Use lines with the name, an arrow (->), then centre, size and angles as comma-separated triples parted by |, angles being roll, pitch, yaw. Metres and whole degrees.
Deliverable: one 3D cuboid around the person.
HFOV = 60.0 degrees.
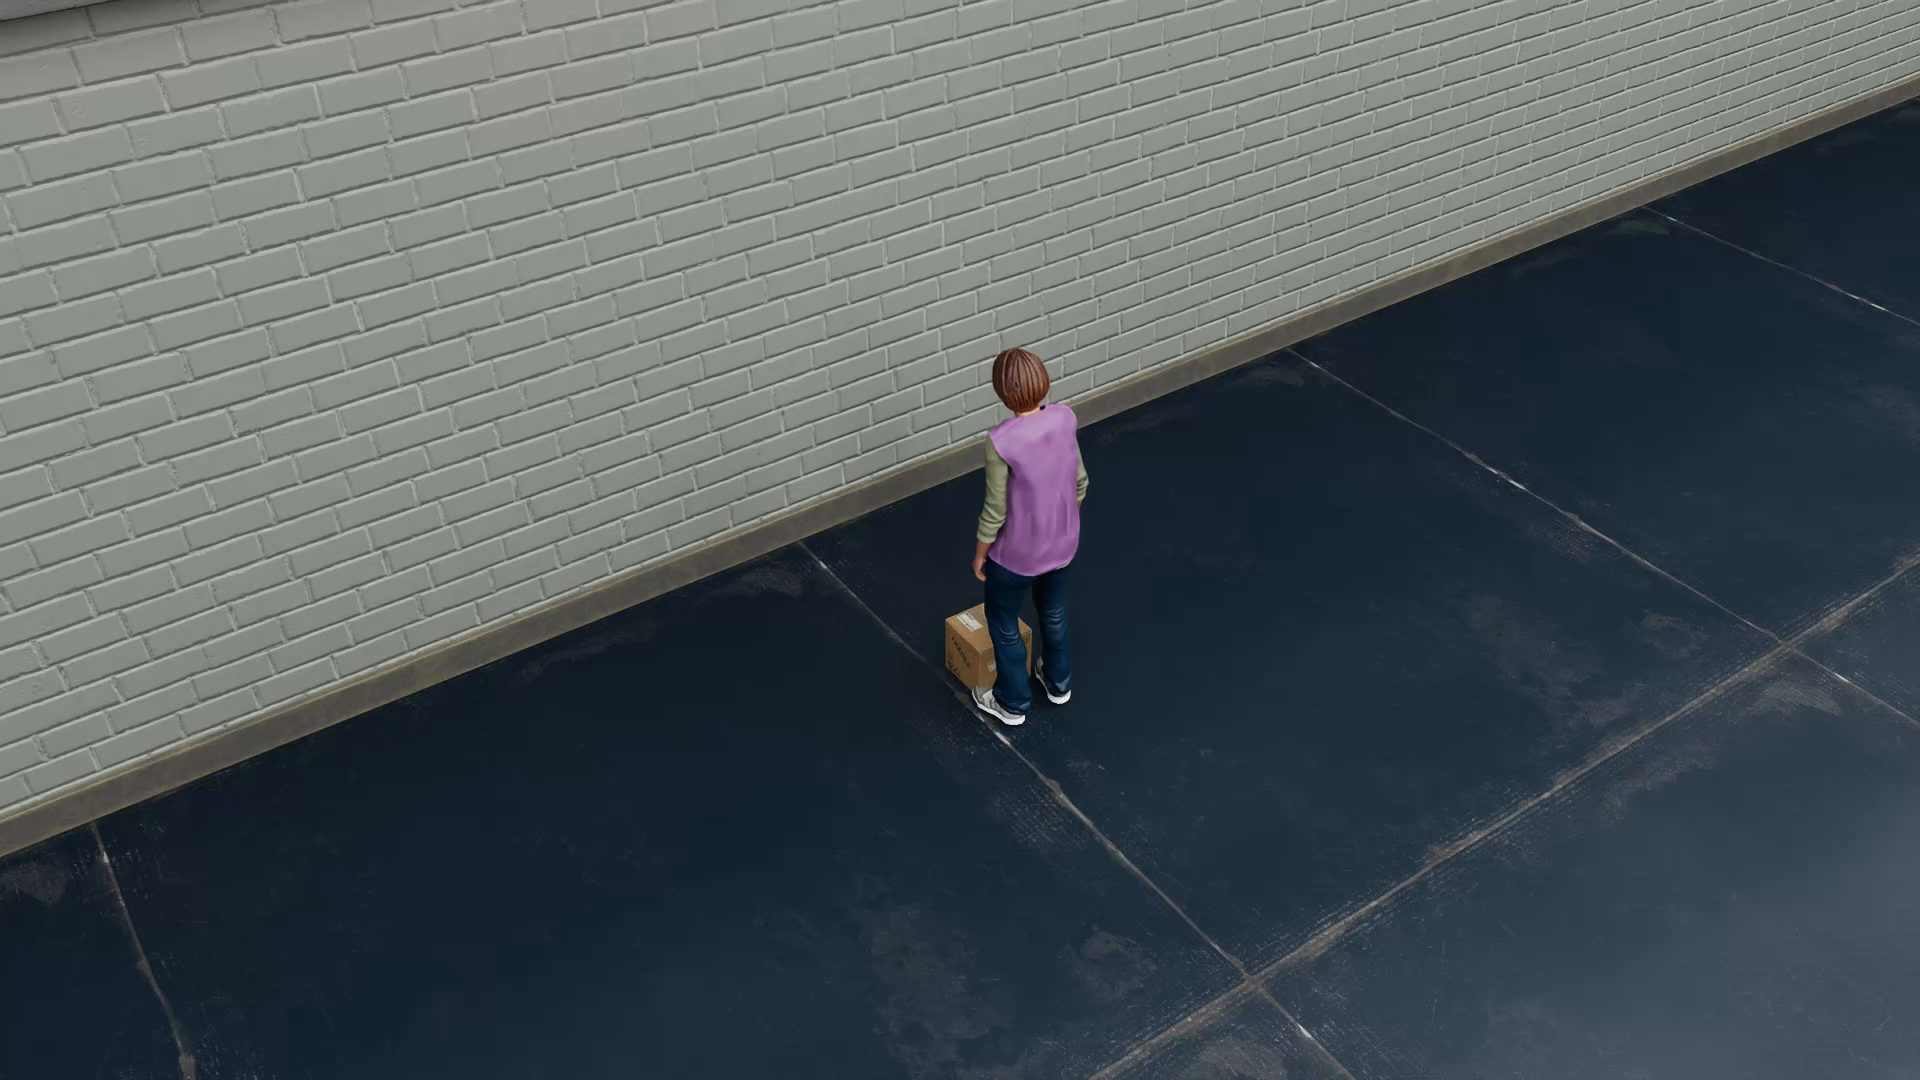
person -> 0.252, 0.018, 6.136 | 0.461, 1.591, 0.344 | -22, 42, -26
